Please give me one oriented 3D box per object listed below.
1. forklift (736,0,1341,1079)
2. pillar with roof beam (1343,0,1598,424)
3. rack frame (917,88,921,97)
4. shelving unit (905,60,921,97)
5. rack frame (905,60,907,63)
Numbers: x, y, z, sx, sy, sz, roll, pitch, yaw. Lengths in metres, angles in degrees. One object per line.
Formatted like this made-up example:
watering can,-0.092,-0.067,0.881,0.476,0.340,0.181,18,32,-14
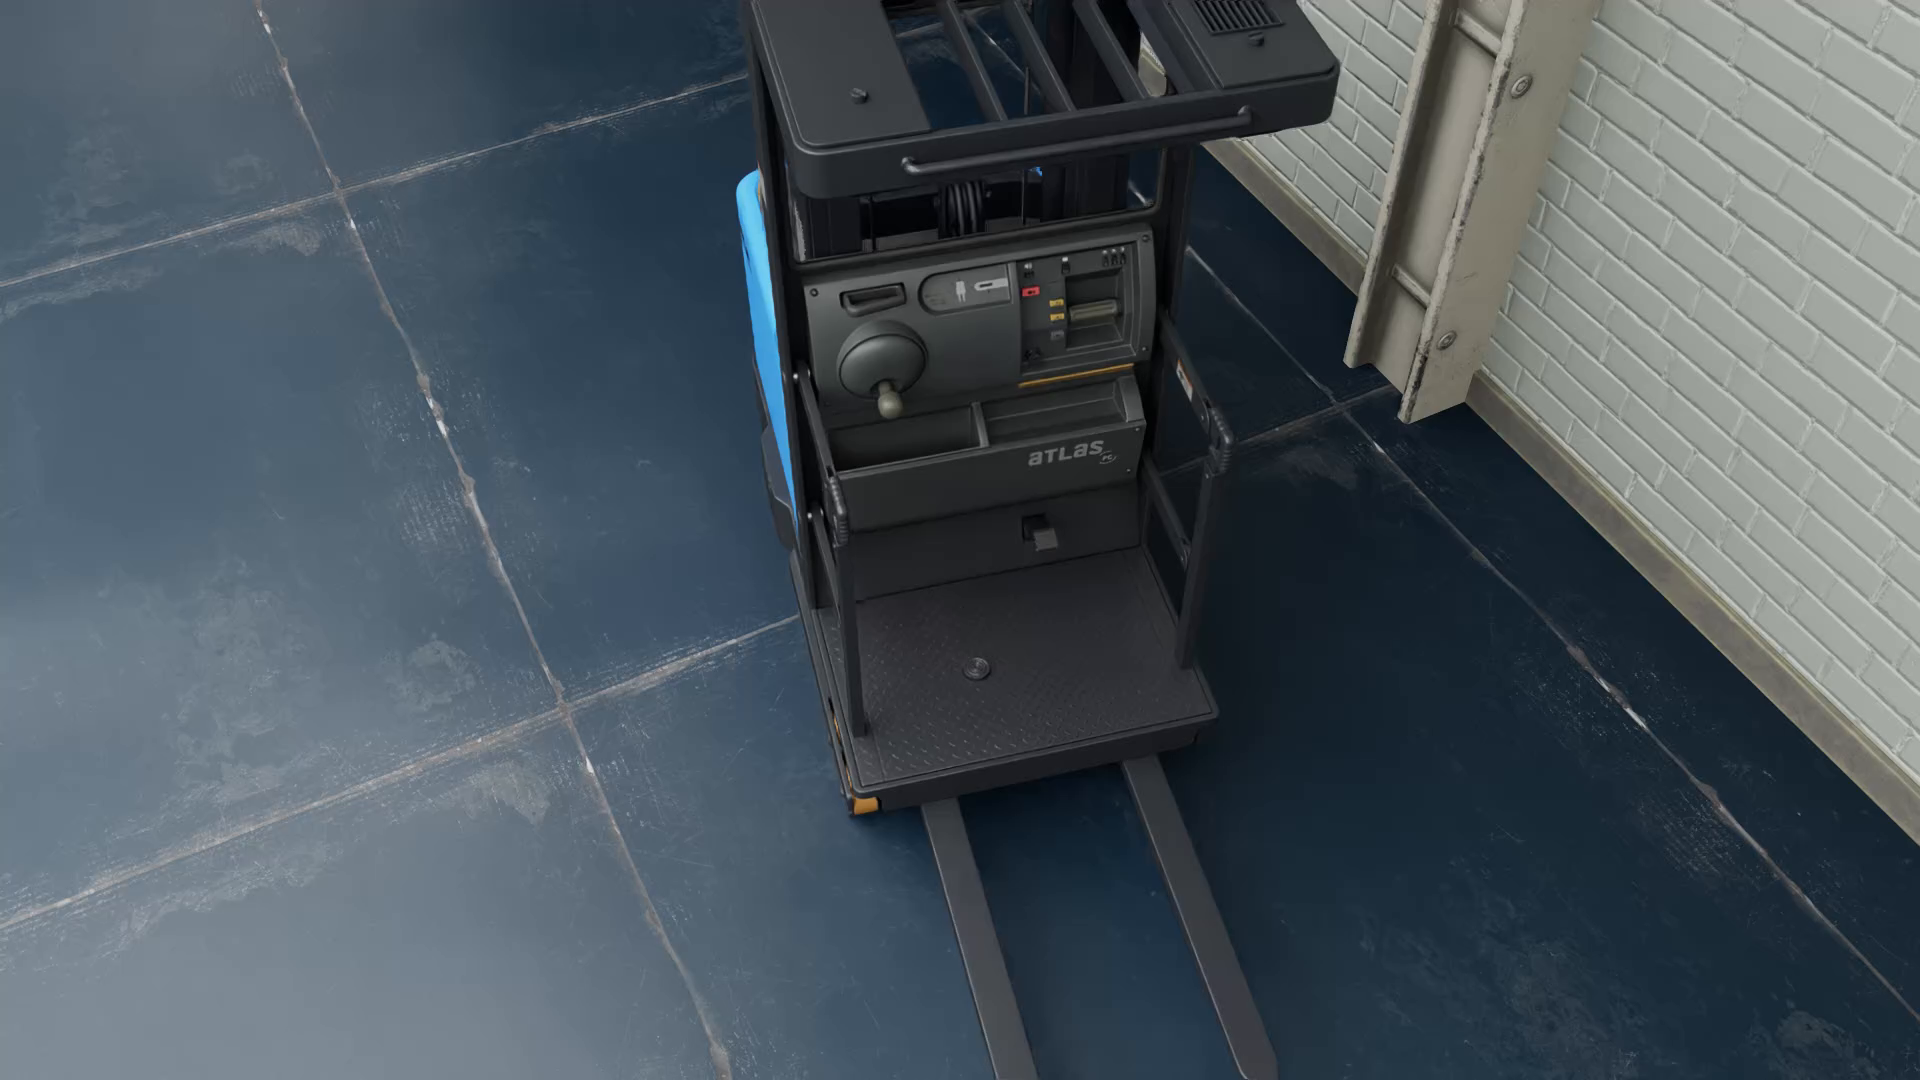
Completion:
forklift,0.118,-0.466,4.210,1.130,2.935,3.031,-11,50,-9
pillar with roof beam,-2.141,-2.089,1.599,9.100,9.000,0.400,-21,52,-18
rack frame,-0.238,-1.038,5.850,0.240,1.200,0.006,-12,47,-10
shelving unit,-0.262,-1.101,5.911,0.258,1.200,0.189,-12,47,-10
rack frame,-0.286,-1.165,5.972,0.240,1.200,0.006,-12,47,-10
